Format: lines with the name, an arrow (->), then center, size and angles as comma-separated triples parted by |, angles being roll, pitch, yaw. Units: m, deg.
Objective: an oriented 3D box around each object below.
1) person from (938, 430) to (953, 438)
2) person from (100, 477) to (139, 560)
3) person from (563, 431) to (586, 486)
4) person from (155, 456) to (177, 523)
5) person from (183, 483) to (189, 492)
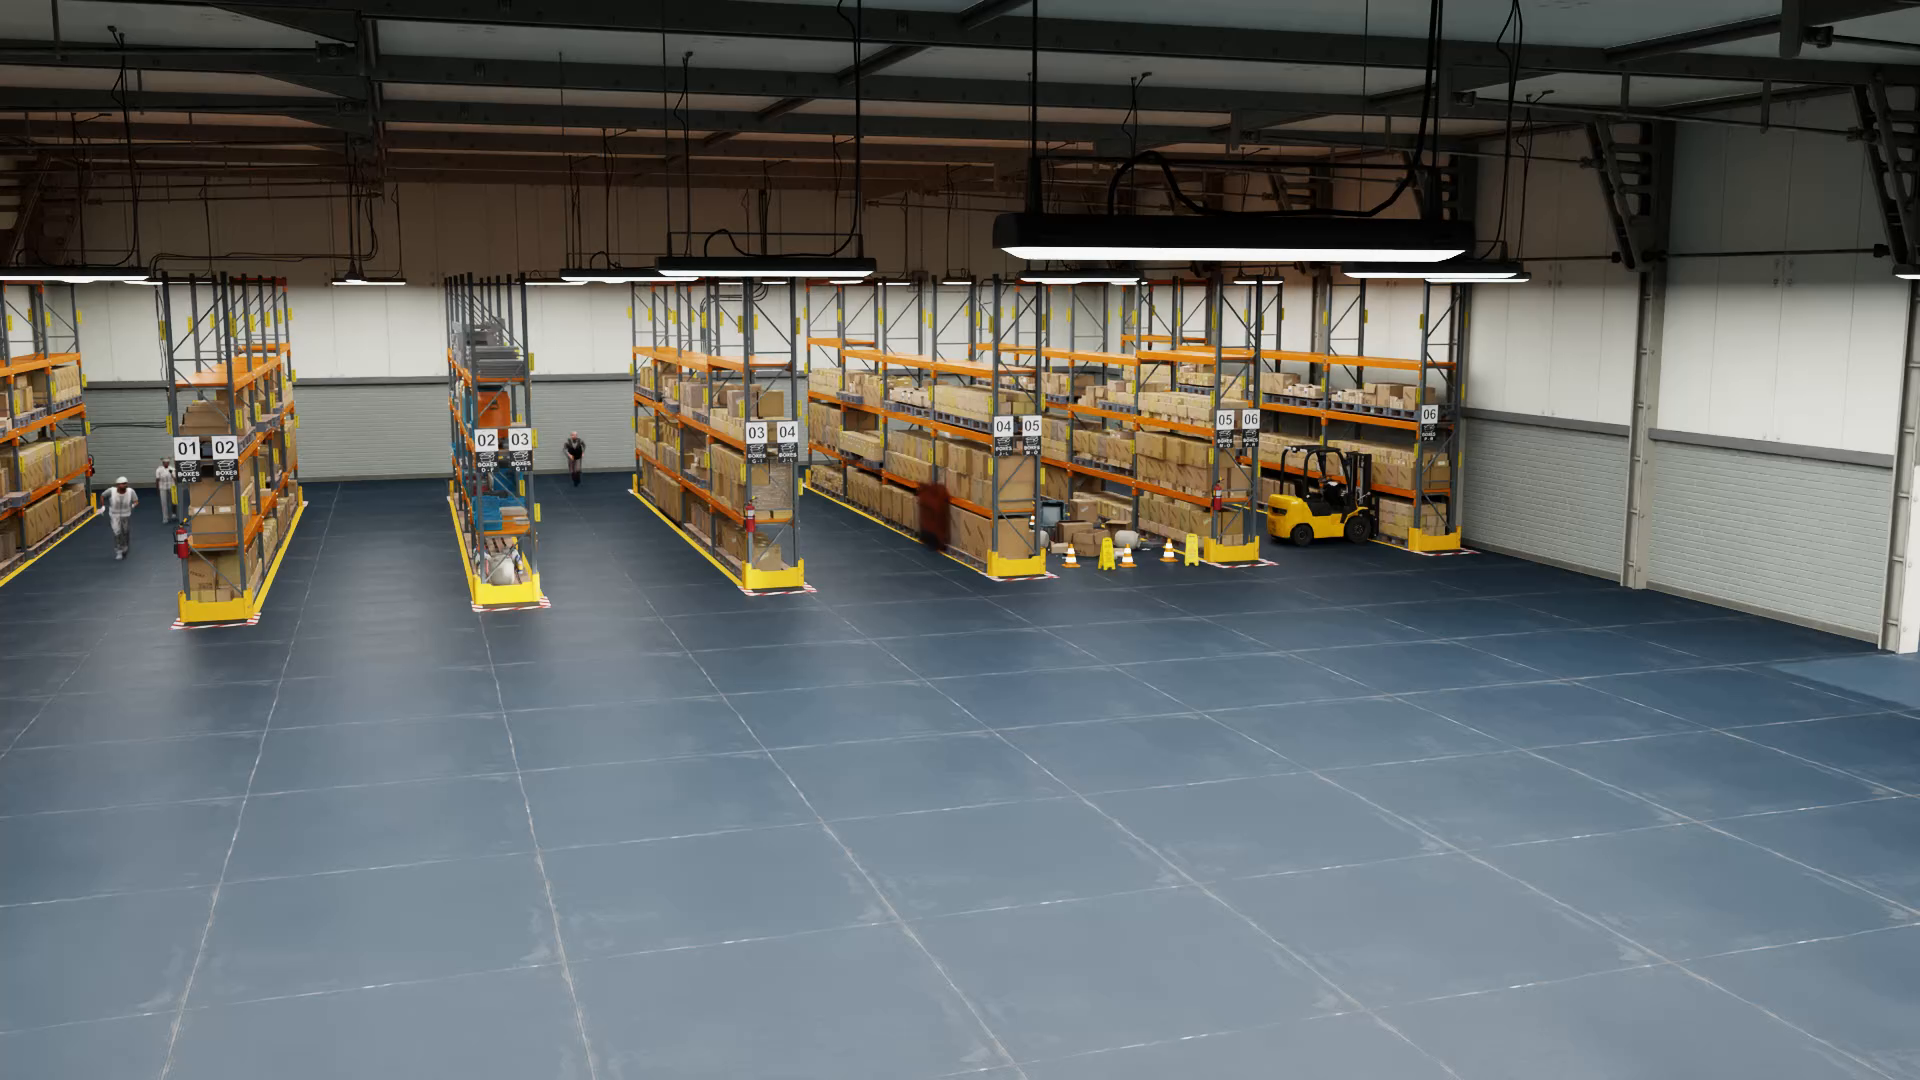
person -> -0.408, -3.091, 52.677 | 0.929, 1.755, 0.524 | -7, 11, -38
person -> -18.017, -0.497, 35.677 | 0.735, 1.770, 0.945 | -5, 10, -30
person -> -11.194, -2.367, 48.349 | 0.654, 1.624, 0.717 | -1, 9, -9
person -> -19.509, -1.262, 40.944 | 0.540, 1.613, 1.012 | -3, 9, -19
person -> -20.796, -1.911, 44.920 | 0.902, 1.735, 0.531 | -1, 9, -7
